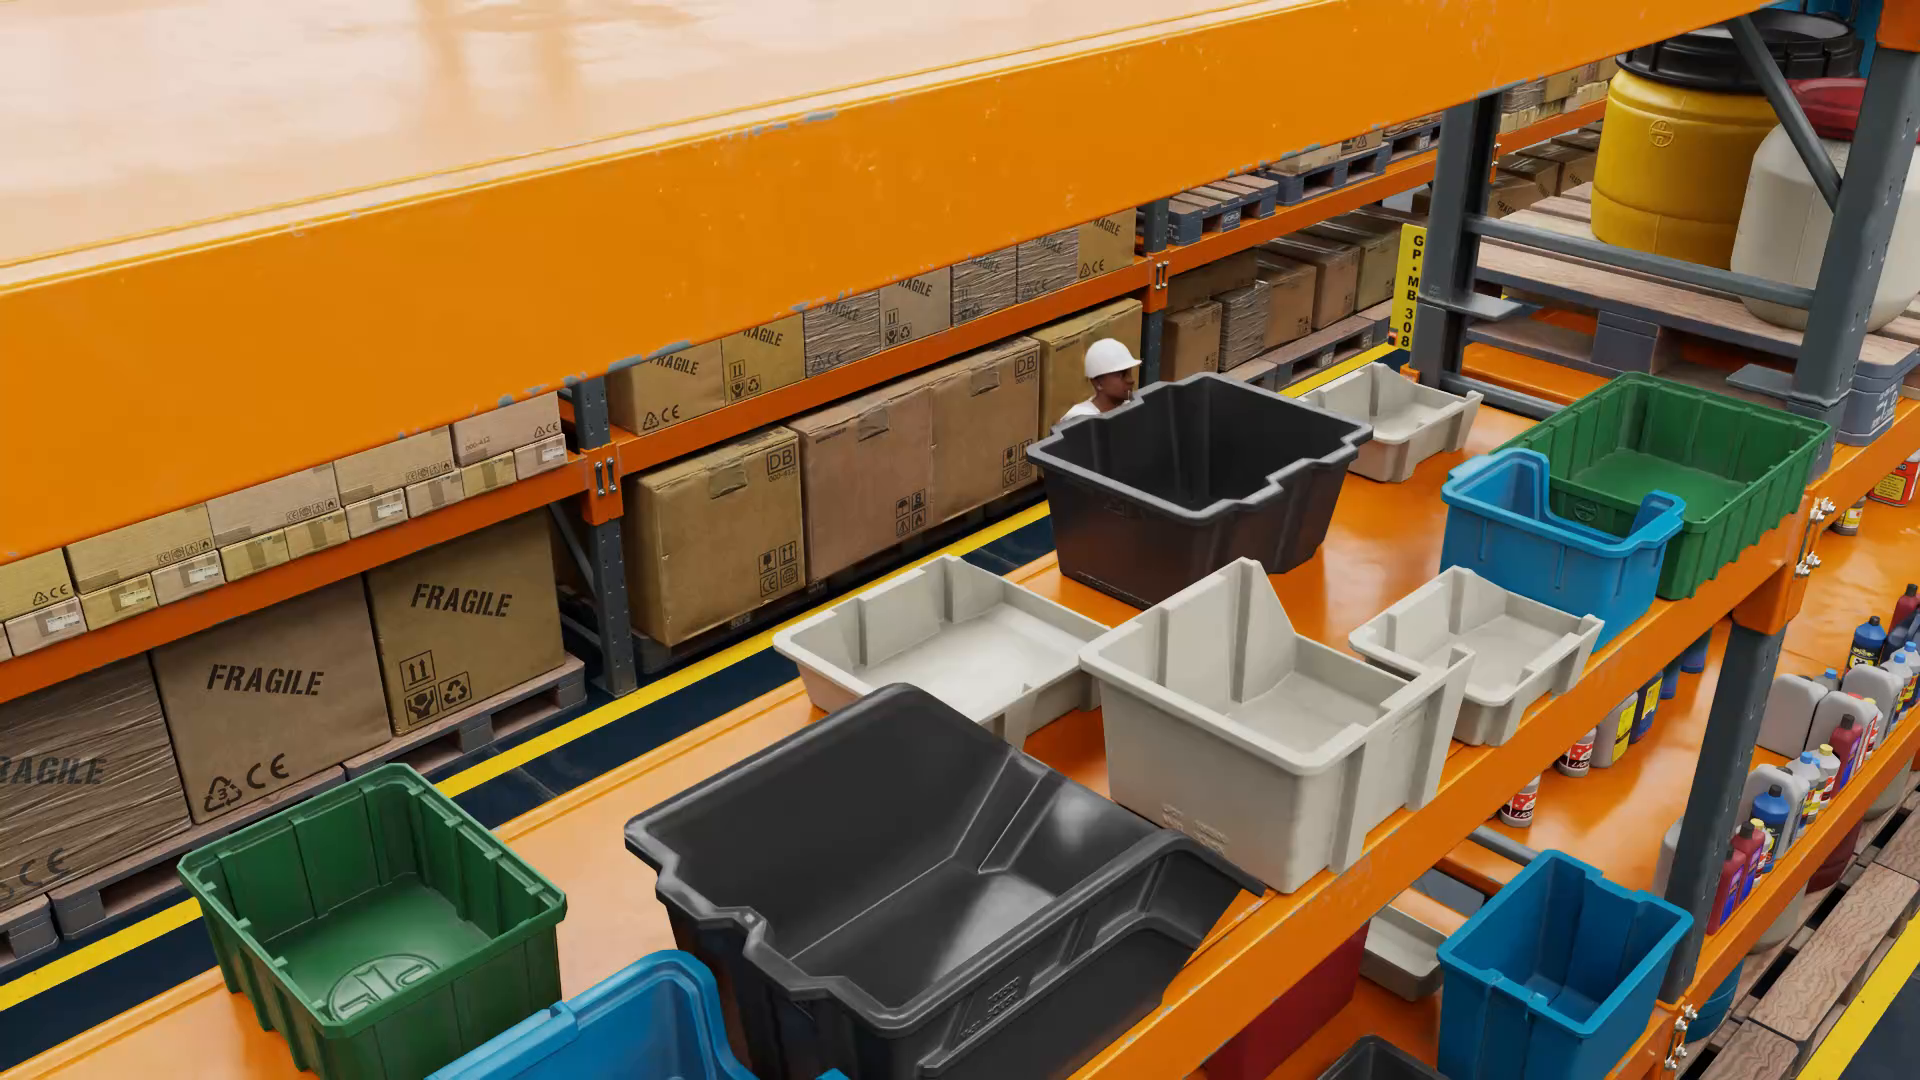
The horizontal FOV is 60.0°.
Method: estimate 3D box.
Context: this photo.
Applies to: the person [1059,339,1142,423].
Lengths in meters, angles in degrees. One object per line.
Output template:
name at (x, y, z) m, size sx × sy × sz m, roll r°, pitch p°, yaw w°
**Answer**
person at (0.771, -0.042, 7.678) m, size 0.573 × 1.784 × 0.494 m, roll 24°, pitch 36°, yaw 38°
